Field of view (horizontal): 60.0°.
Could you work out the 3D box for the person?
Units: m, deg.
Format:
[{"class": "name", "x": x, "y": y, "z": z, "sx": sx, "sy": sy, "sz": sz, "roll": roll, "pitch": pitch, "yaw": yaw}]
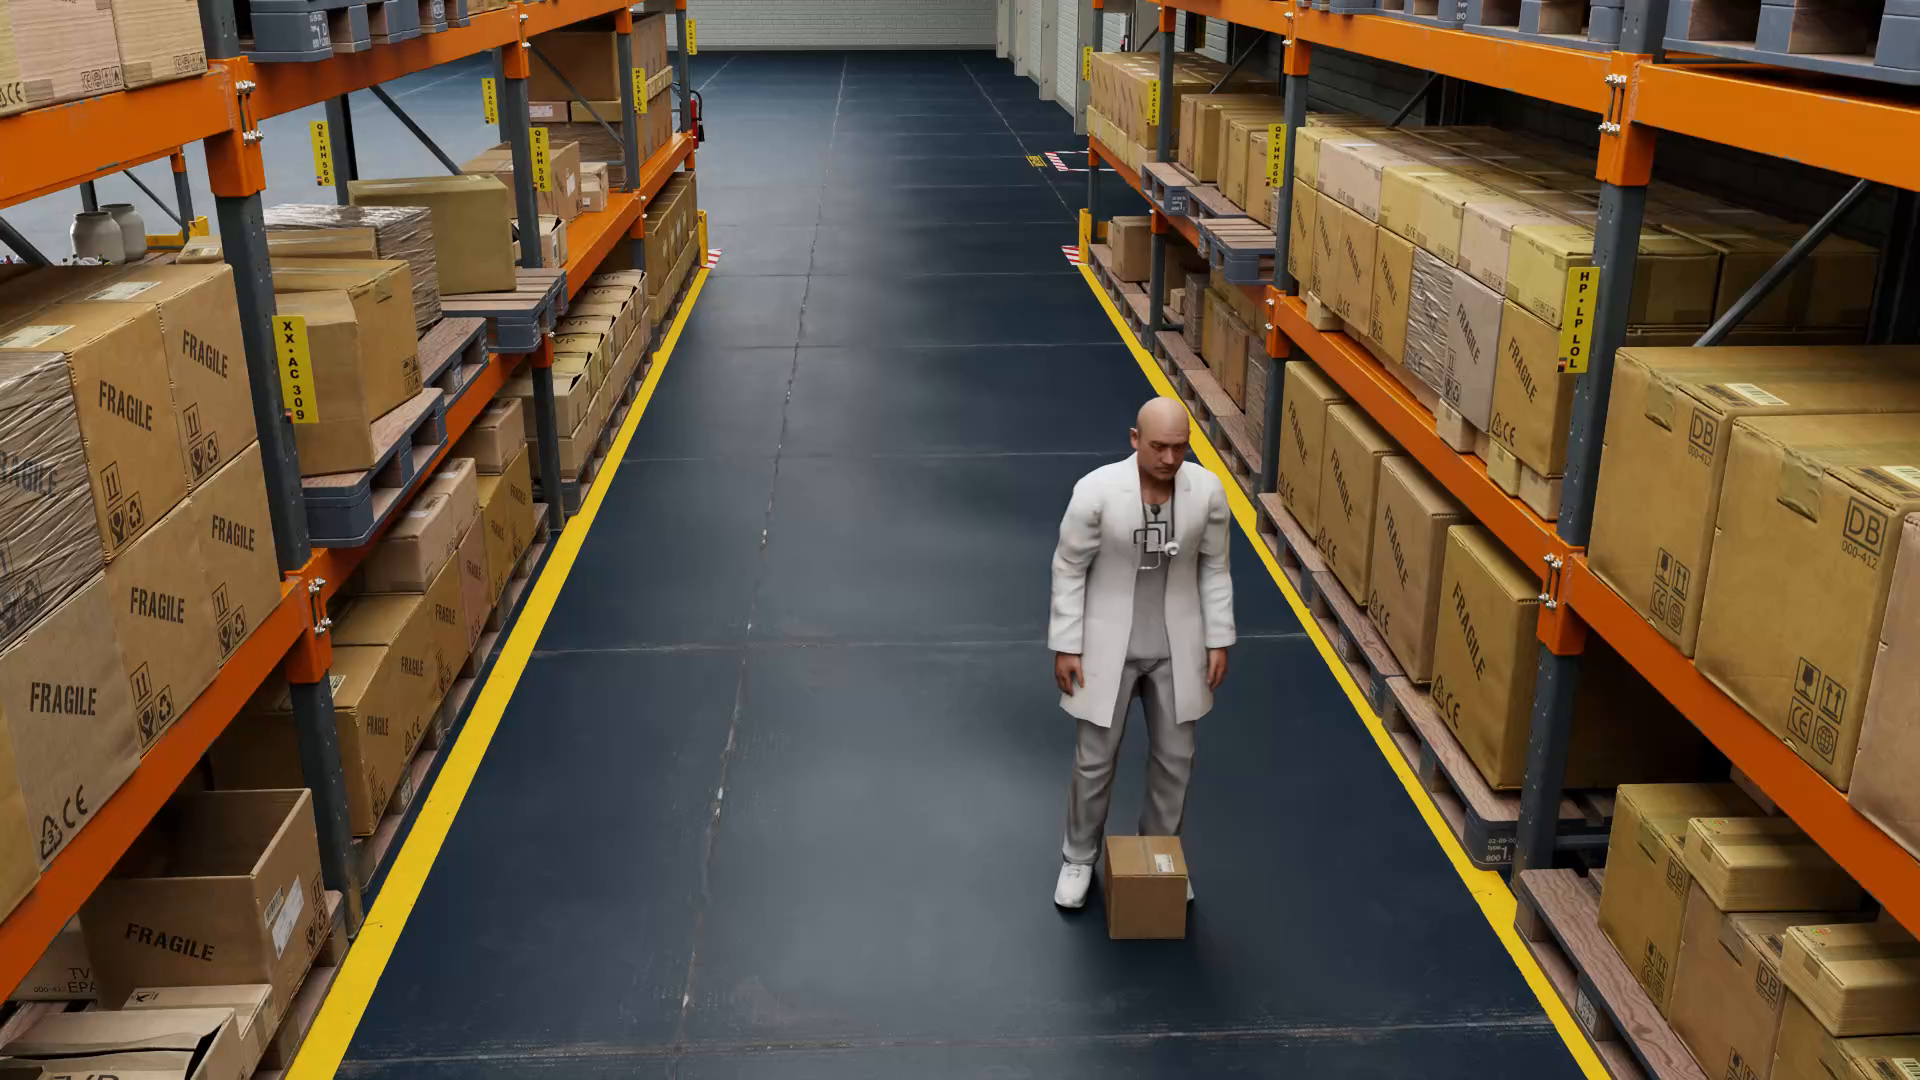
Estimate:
[{"class": "person", "x": 0.613, "y": 0.371, "z": 5.587, "sx": 0.645, "sy": 1.772, "sz": 0.429, "roll": -2, "pitch": 20, "yaw": -6}]
